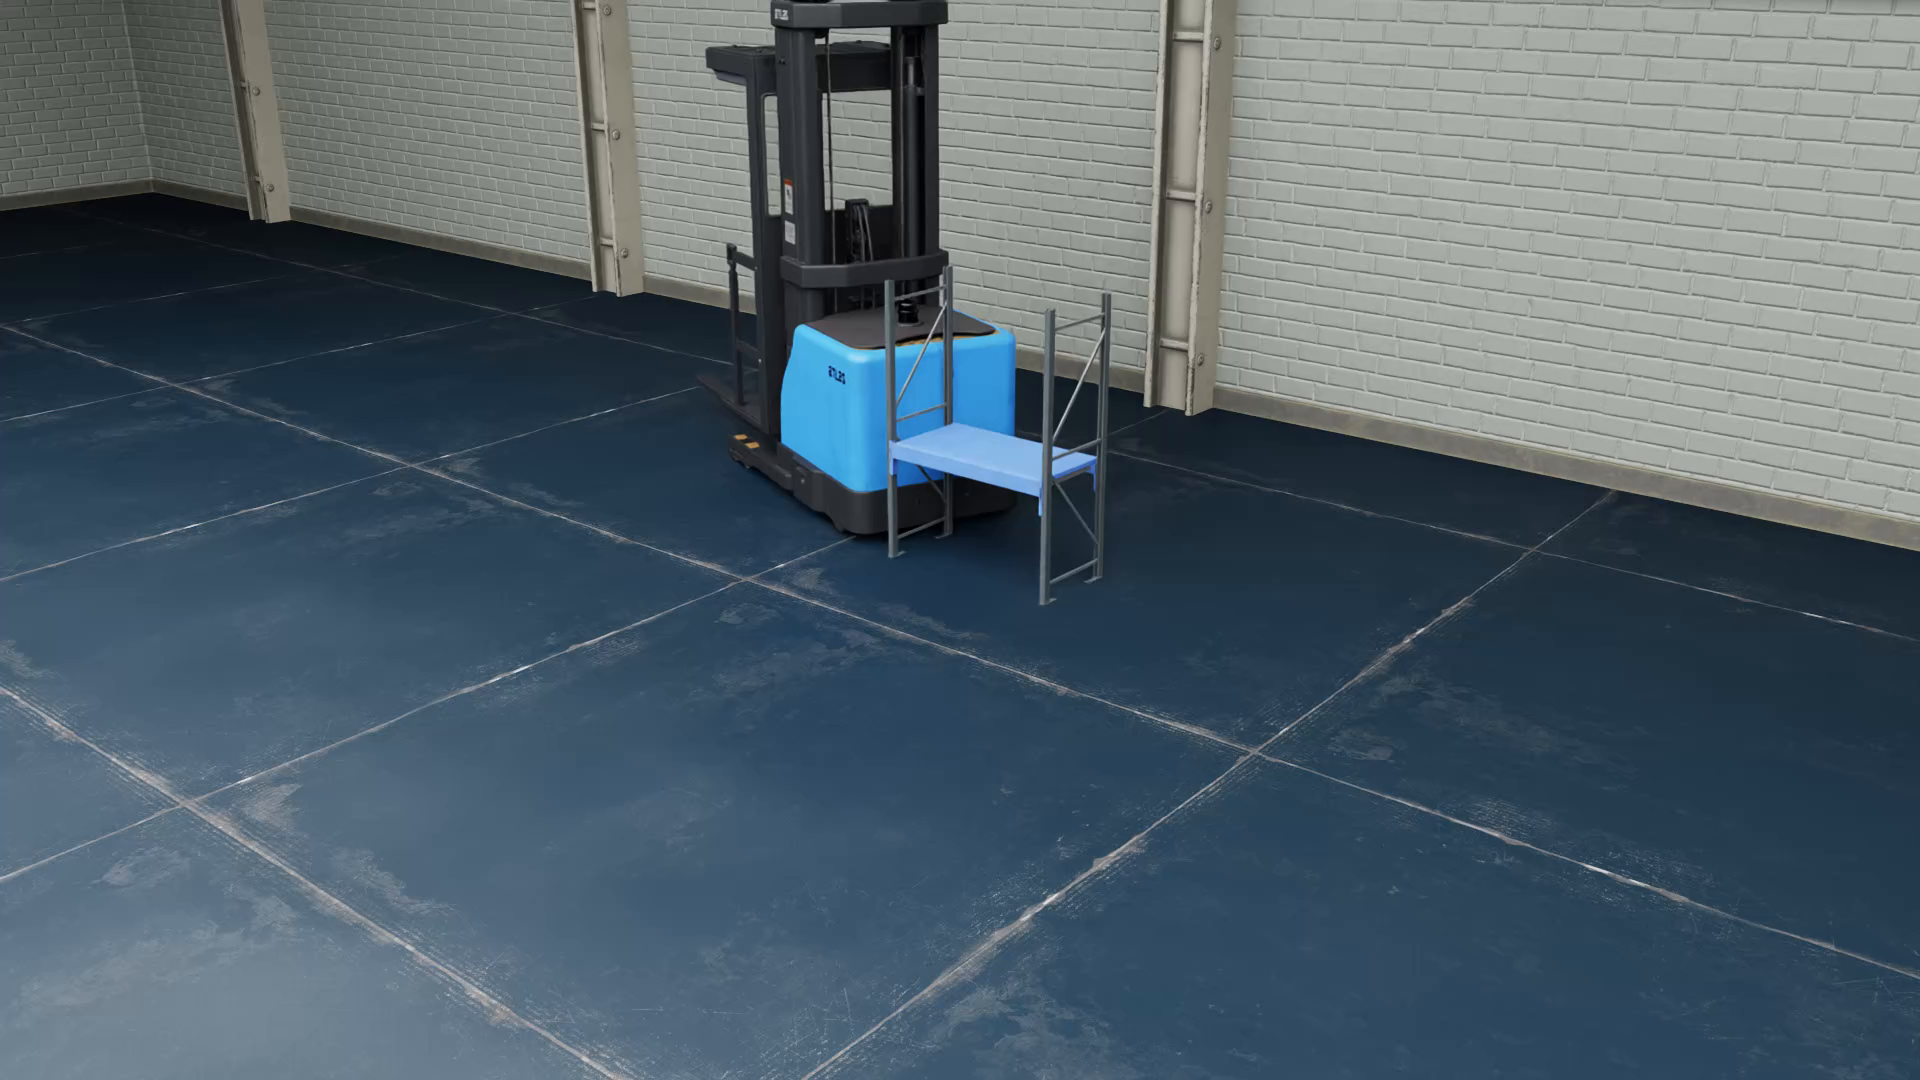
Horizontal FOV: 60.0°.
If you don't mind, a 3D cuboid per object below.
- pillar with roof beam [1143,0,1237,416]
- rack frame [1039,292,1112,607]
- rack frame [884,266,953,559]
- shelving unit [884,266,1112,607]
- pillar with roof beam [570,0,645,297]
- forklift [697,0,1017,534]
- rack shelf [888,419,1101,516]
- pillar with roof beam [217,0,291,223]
[{"bbox_3d":[-1.188,-3.972,6.948,0.400,9.000,9.100,16,26,36],"label":"pillar with roof beam"},{"bbox_3d":[0.568,-0.439,8.207,0.032,1.500,0.500,17,26,37],"label":"rack frame"},{"bbox_3d":[-0.211,-0.670,8.819,0.032,1.500,0.500,17,26,37],"label":"rack frame"},{"bbox_3d":[0.179,-0.554,8.513,1.048,1.500,0.538,17,26,37],"label":"shelving unit"},{"bbox_3d":[-5.837,-5.311,10.498,0.400,9.000,9.100,16,26,36],"label":"pillar with roof beam"},{"bbox_3d":[-0.816,-1.880,9.999,1.130,2.935,3.031,-11,23,-26],"label":"forklift"},{"bbox_3d":[0.179,-0.386,8.576,1.000,0.185,0.538,17,26,37],"label":"rack shelf"},{"bbox_3d":[-10.485,-6.649,14.048,0.400,9.000,9.100,16,26,36],"label":"pillar with roof beam"}]
